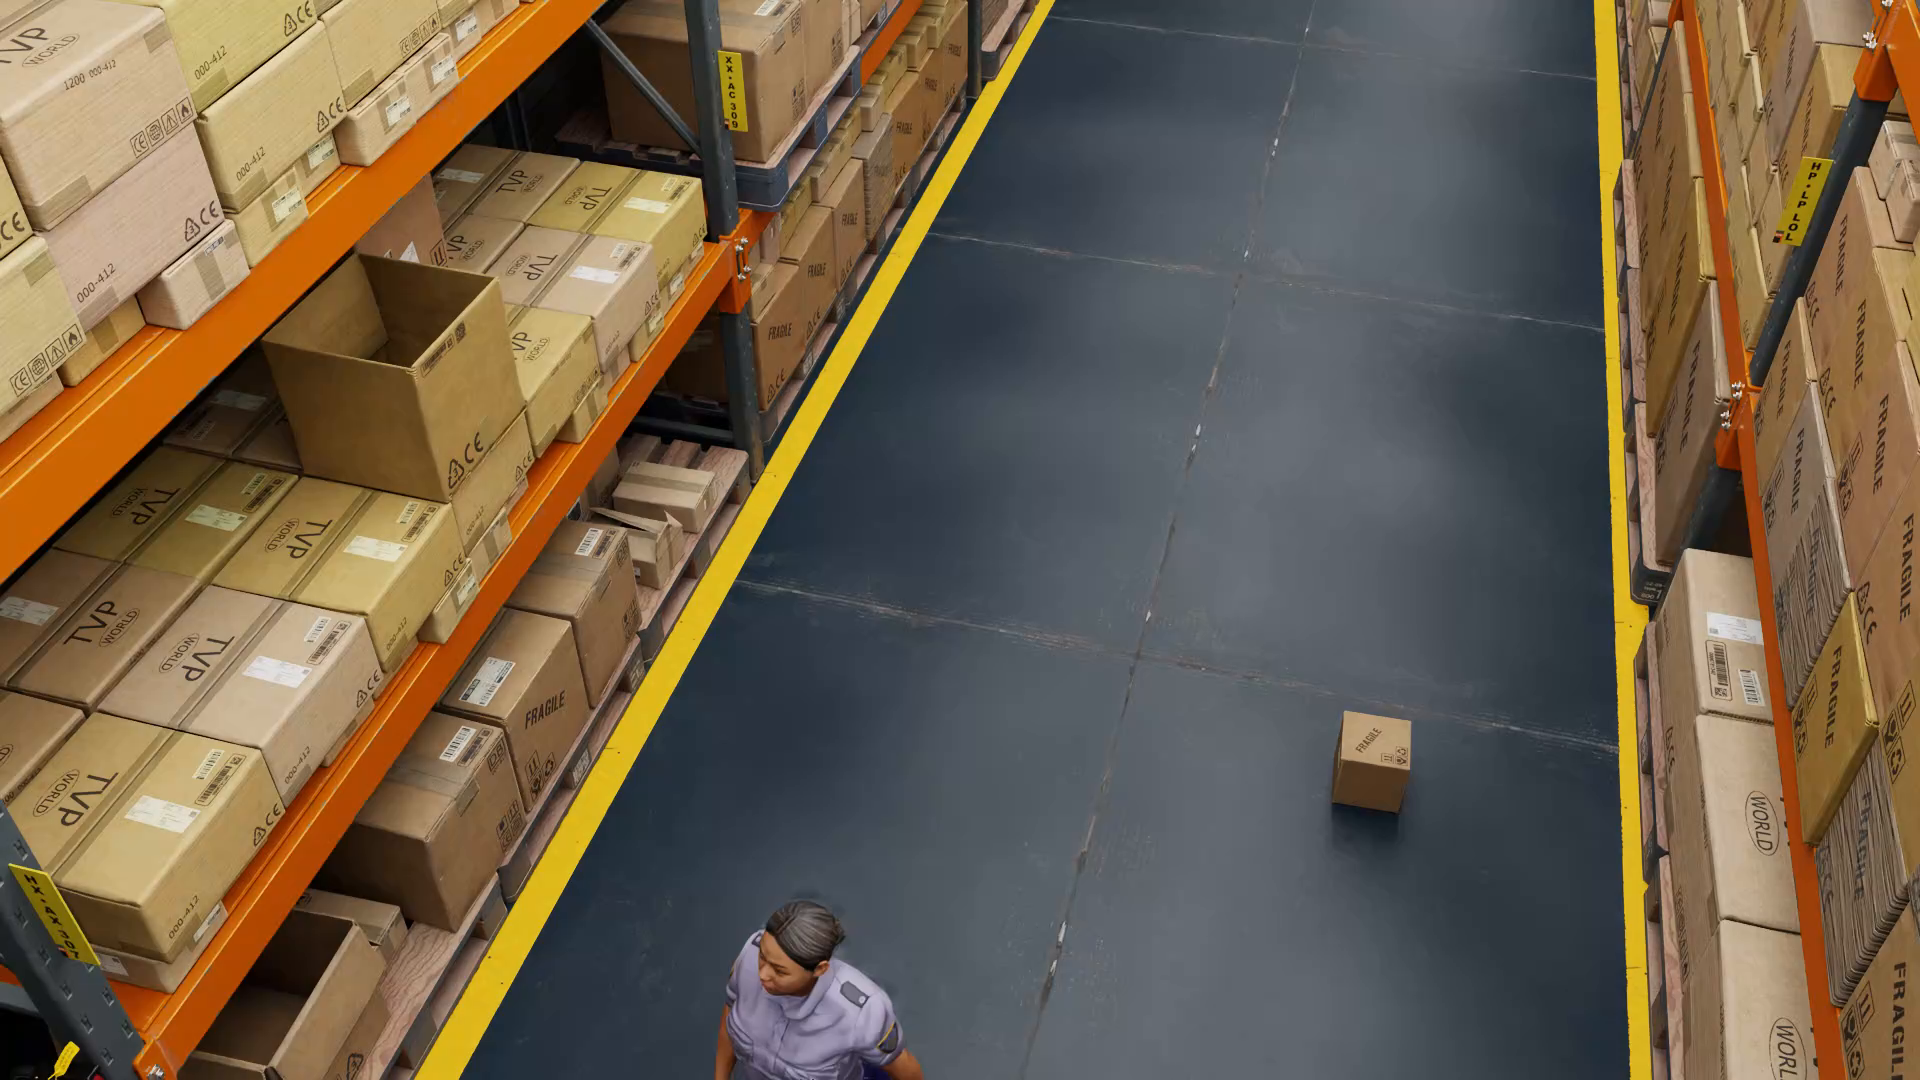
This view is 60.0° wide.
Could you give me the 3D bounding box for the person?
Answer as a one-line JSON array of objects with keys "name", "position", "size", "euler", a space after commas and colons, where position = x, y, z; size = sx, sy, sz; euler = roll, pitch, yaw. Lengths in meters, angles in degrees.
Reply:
[{"name": "person", "position": [-0.432, 1.503, 4.448], "size": [0.512, 1.571, 1.054], "euler": [30, 50, 30]}]
